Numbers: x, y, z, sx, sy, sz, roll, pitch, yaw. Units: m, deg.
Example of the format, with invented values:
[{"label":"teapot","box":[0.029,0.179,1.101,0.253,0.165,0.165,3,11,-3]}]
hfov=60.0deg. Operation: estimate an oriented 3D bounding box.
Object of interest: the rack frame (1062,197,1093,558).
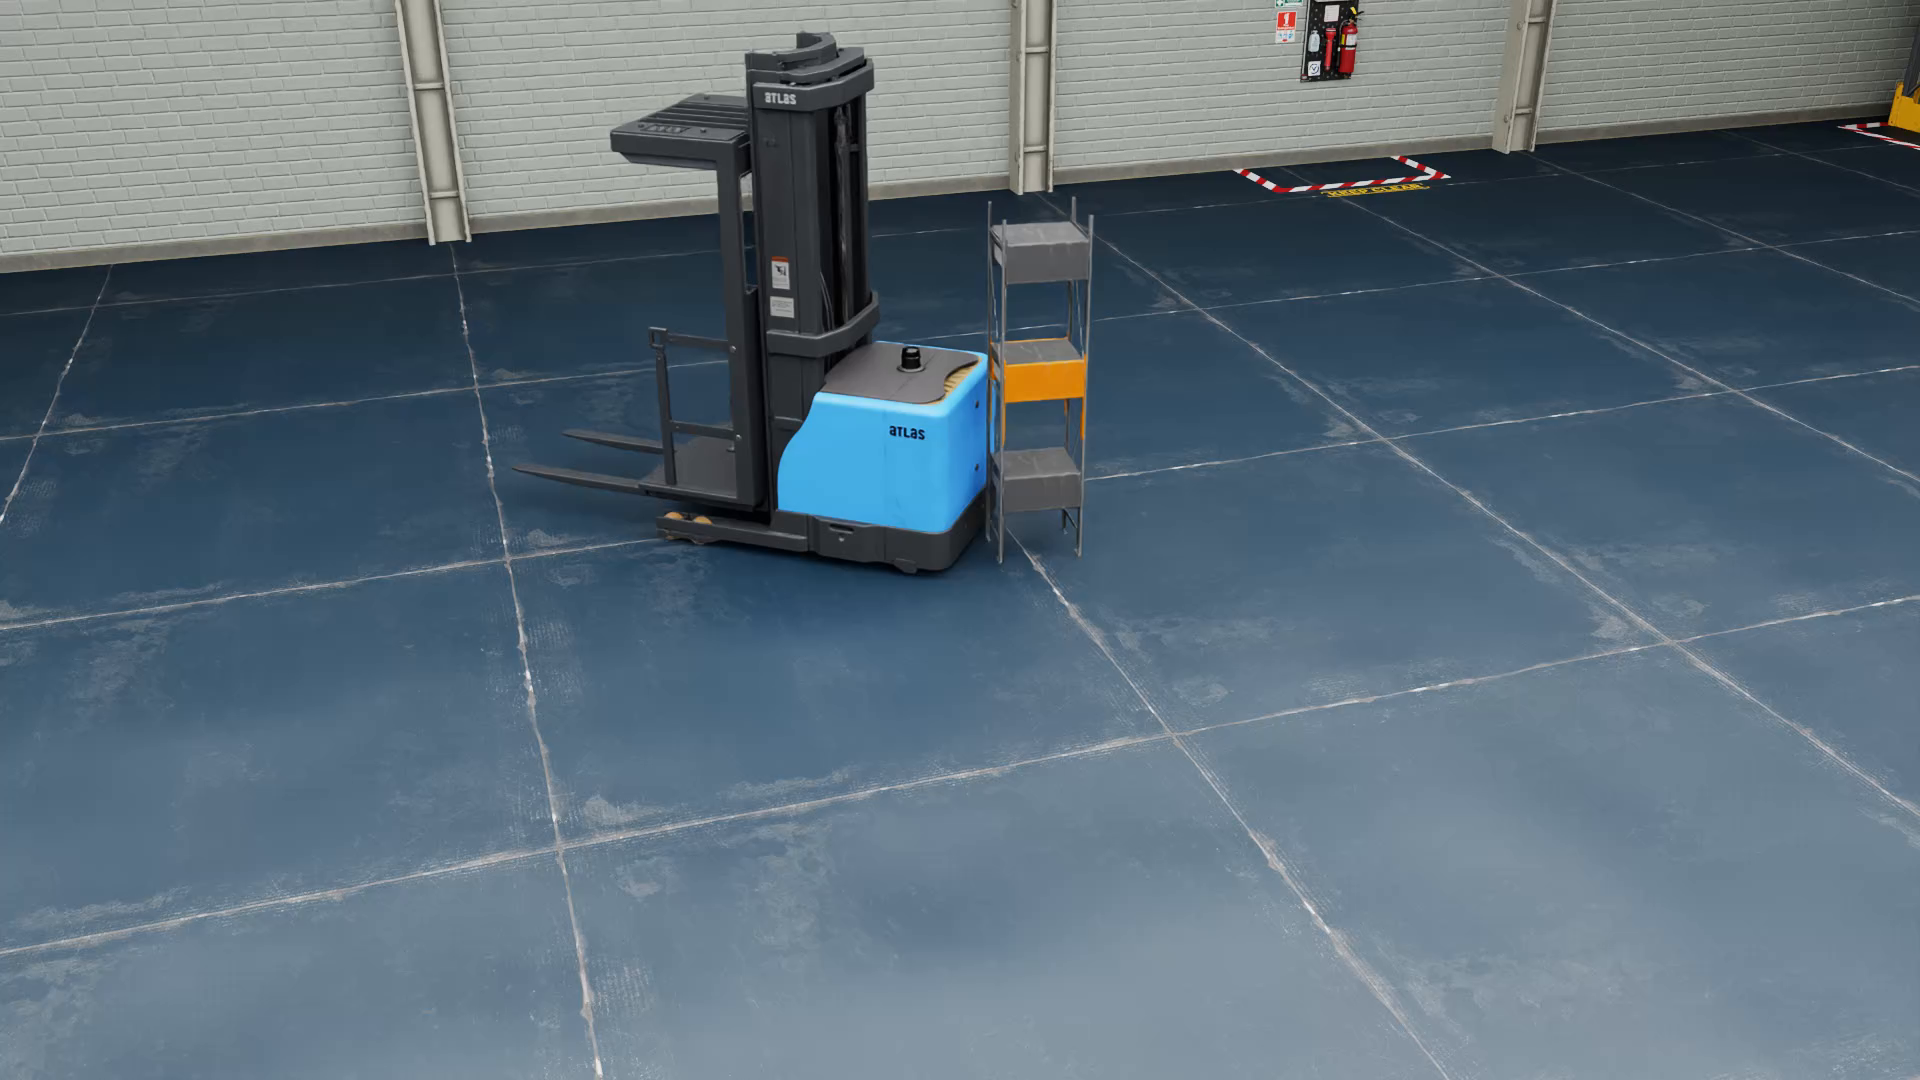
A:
[{"label":"rack frame","box":[0.684,-0.922,9.746,0.015,2.100,0.400,-5,27,-10]}]

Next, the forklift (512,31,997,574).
[{"label":"forklift","box":[-1.344,-1.497,9.969,3.031,2.935,1.130,9,28,17]}]

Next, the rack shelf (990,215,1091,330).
[{"label":"rack shelf","box":[0.445,-1.515,9.397,0.480,0.518,0.431,-5,27,-10]}]

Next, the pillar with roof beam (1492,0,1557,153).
[{"label":"pillar with roof beam","box":[7.795,-6.783,13.793,0.400,9.000,9.100,-8,28,-16]}]

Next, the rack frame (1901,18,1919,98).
[{"label":"rack frame","box":[11.769,-6.280,19.527,0.127,3.000,1.000,-8,28,-16]}]

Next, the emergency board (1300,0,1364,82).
[{"label":"emergency board","box":[4.100,-5.592,18.141,0.643,1.169,0.194,-8,28,-16]}]

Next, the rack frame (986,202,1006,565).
[{"label":"rack frame","box":[0.206,-0.879,9.659,0.015,2.100,0.400,-5,27,-10]}]

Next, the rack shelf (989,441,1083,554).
[{"label":"rack shelf","box":[0.445,-0.261,10.020,0.480,0.518,0.431,-5,27,-10]}]

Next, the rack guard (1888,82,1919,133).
[{"label":"rack guard","box":[11.841,-5.171,20.104,0.348,0.500,1.175,-8,28,-16]}]

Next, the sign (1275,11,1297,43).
[{"label":"sign","box":[3.542,-5.575,18.067,0.234,0.329,0.001,-8,28,-16]}]

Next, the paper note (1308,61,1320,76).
[{"label":"paper note","box":[3.910,-5.202,18.346,0.142,0.148,0.016,-8,28,-16]}]

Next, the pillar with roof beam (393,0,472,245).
[{"label":"pillar with roof beam","box":[-3.615,-5.131,10.465,0.400,9.000,9.100,-8,28,-16]}]

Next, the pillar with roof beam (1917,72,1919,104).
[{"label":"pillar with roof beam","box":[13.500,-7.609,15.457,0.400,9.000,9.100,-8,28,-16]}]

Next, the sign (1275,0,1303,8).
[{"label":"sign","box":[3.550,-5.810,17.943,0.331,0.109,0.001,-8,28,-16]}]

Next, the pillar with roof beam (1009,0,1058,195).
[{"label":"pillar with roof beam","box":[2.090,-5.957,12.129,0.400,9.000,9.100,-8,28,-16]}]

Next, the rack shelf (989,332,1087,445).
[{"label":"rack shelf","box":[0.445,-0.888,9.709,0.480,0.518,0.431,-5,27,-10]}]

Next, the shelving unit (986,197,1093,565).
[{"label":"shelving unit","box":[0.445,-0.900,9.702,0.503,2.100,0.431,-5,27,-10]}]
